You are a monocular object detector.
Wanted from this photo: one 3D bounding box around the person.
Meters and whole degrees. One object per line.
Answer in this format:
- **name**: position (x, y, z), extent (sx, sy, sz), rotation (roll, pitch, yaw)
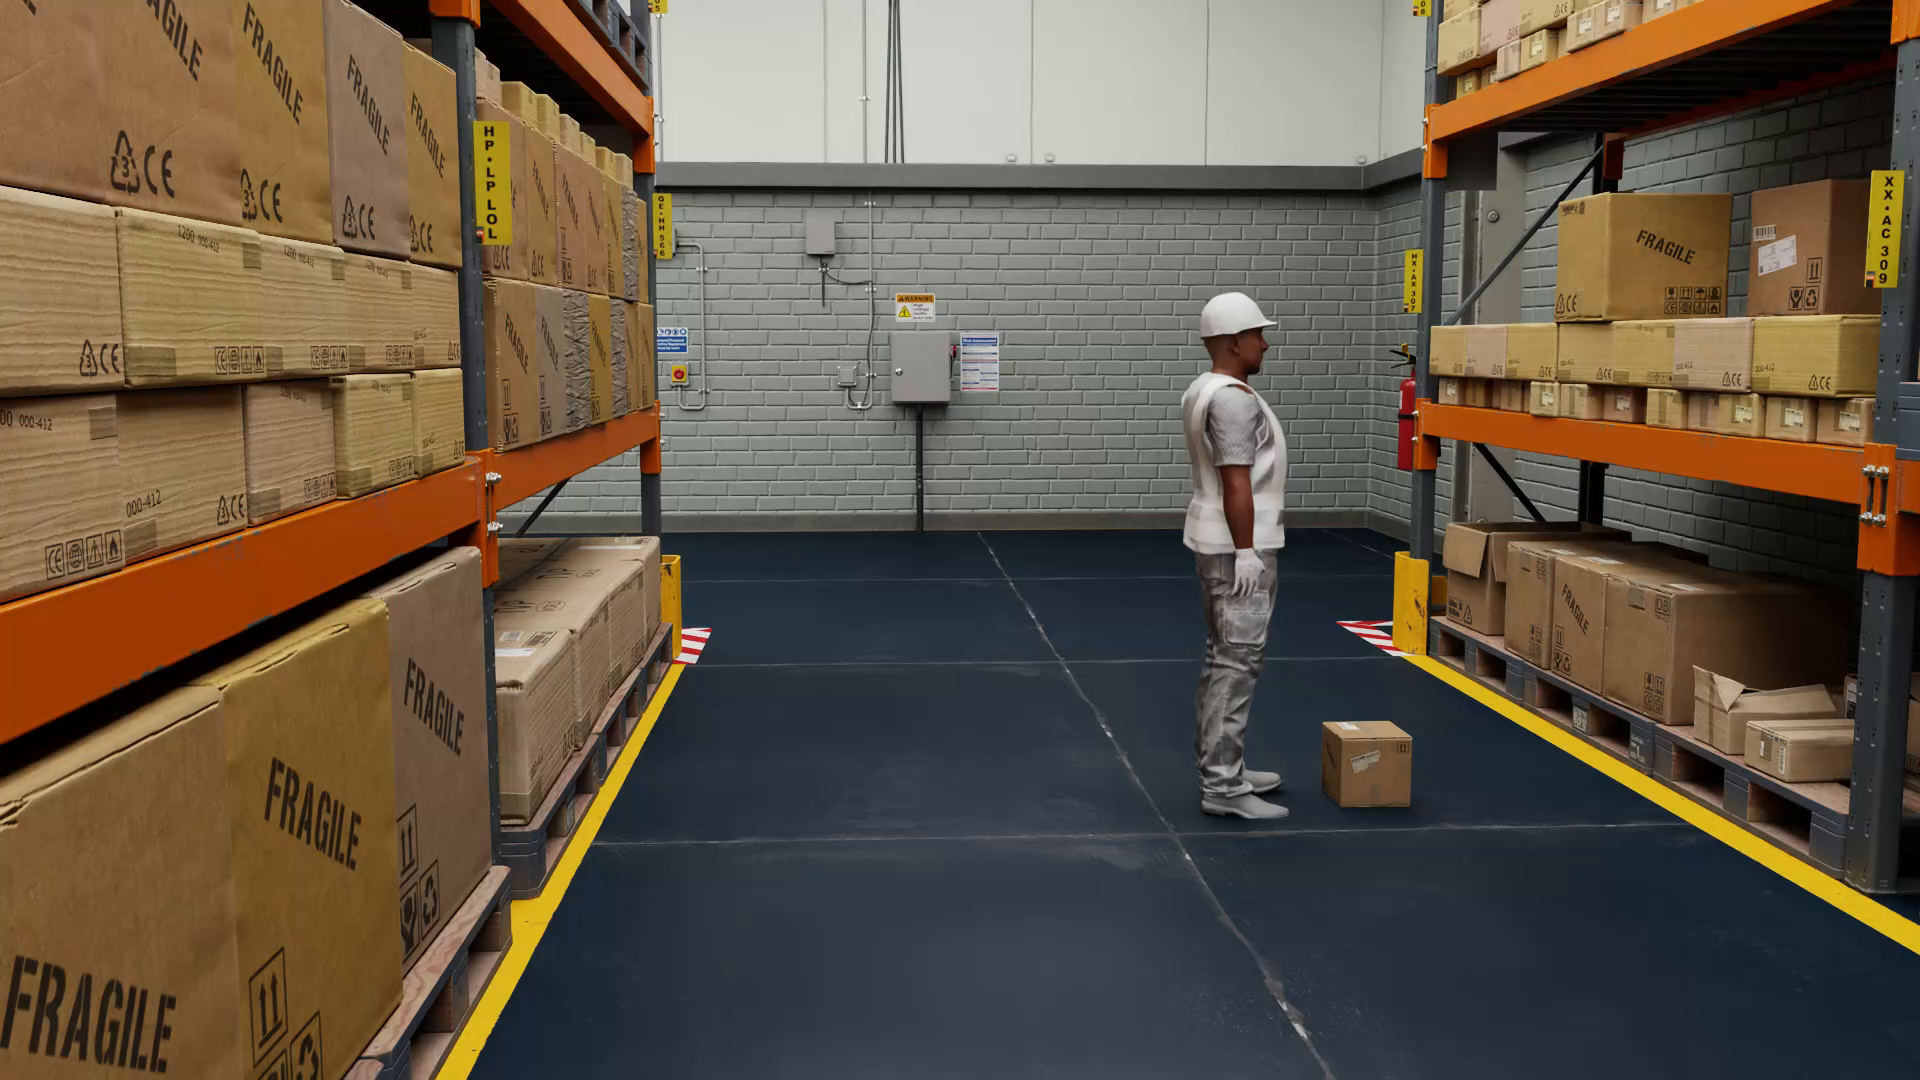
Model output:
- **person**: position (0.976, 0.051, 5.818), extent (0.393, 1.809, 0.553), rotation (0, 7, -3)
